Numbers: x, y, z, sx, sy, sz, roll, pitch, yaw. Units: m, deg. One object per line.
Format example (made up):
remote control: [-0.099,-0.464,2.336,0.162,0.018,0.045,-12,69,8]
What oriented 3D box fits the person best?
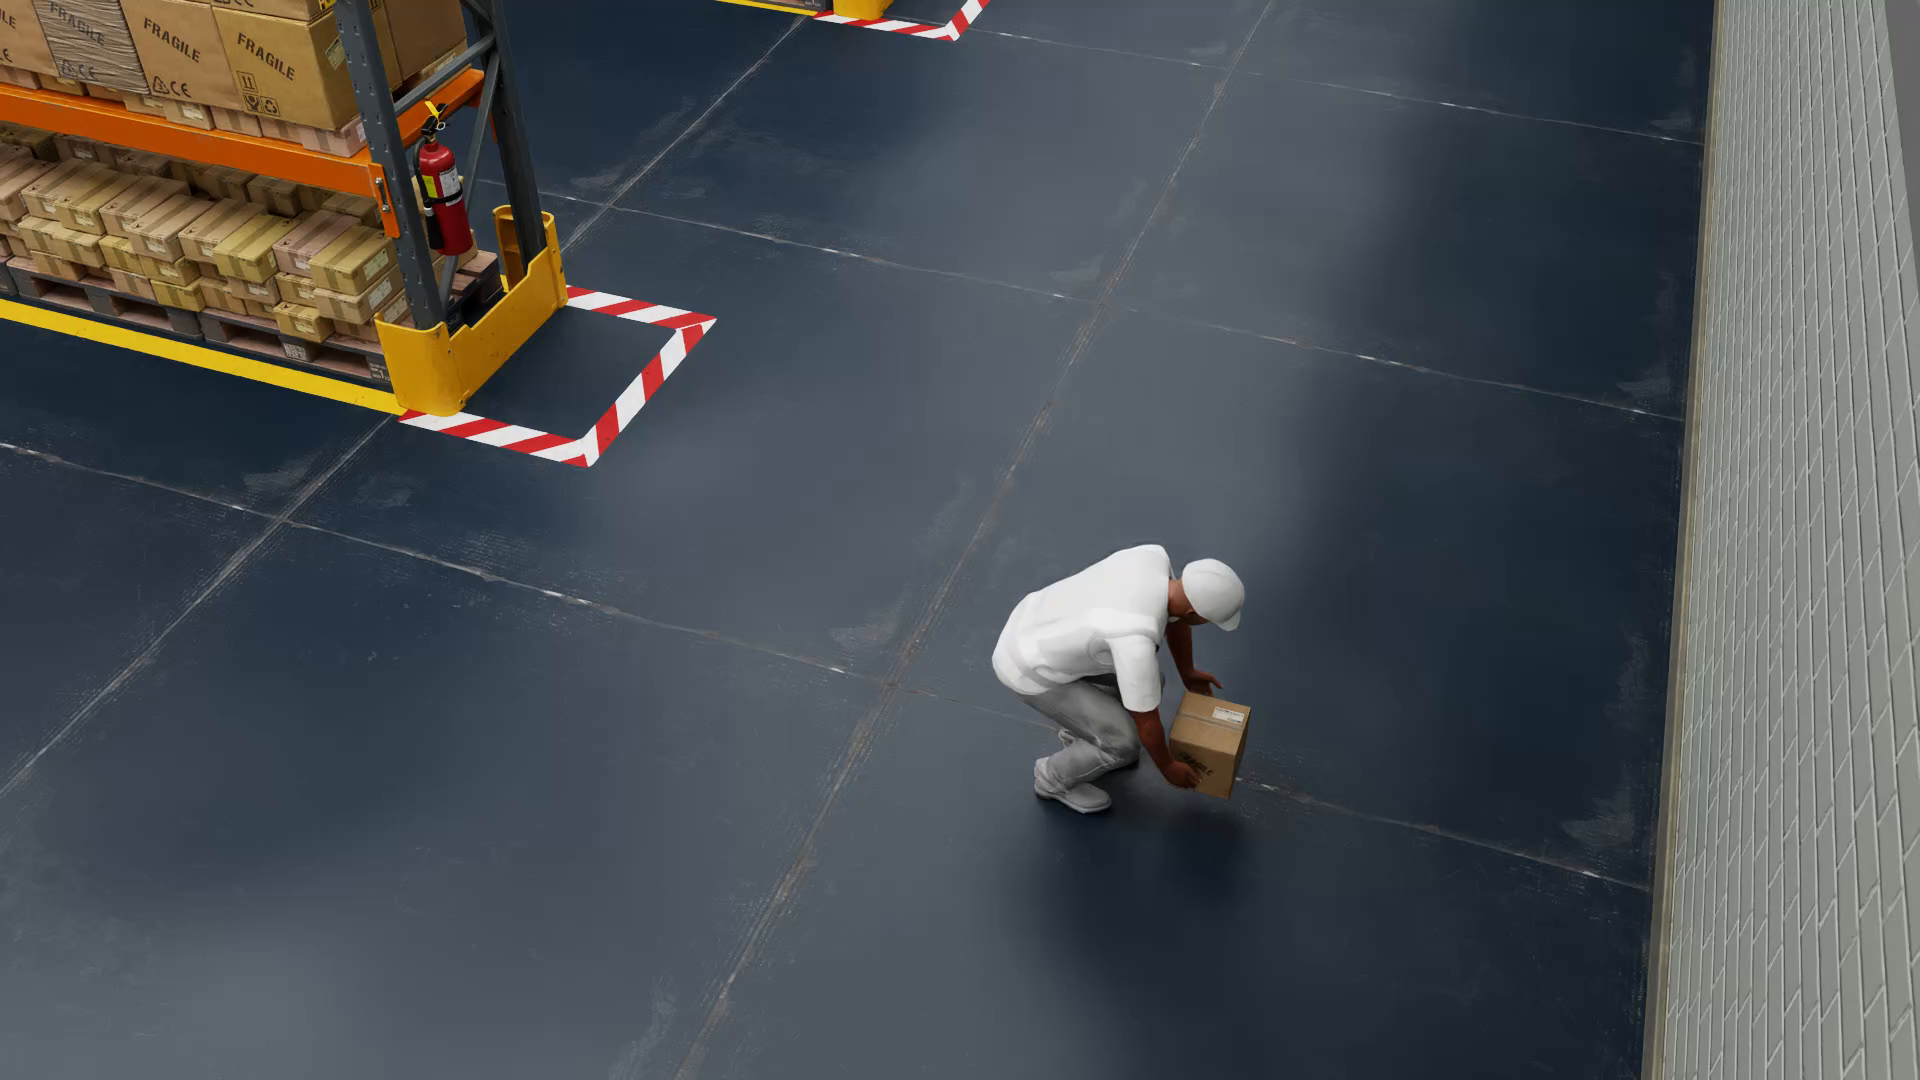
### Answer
person: [0.566,0.457,6.085,0.852,1.156,0.612,13,43,15]
